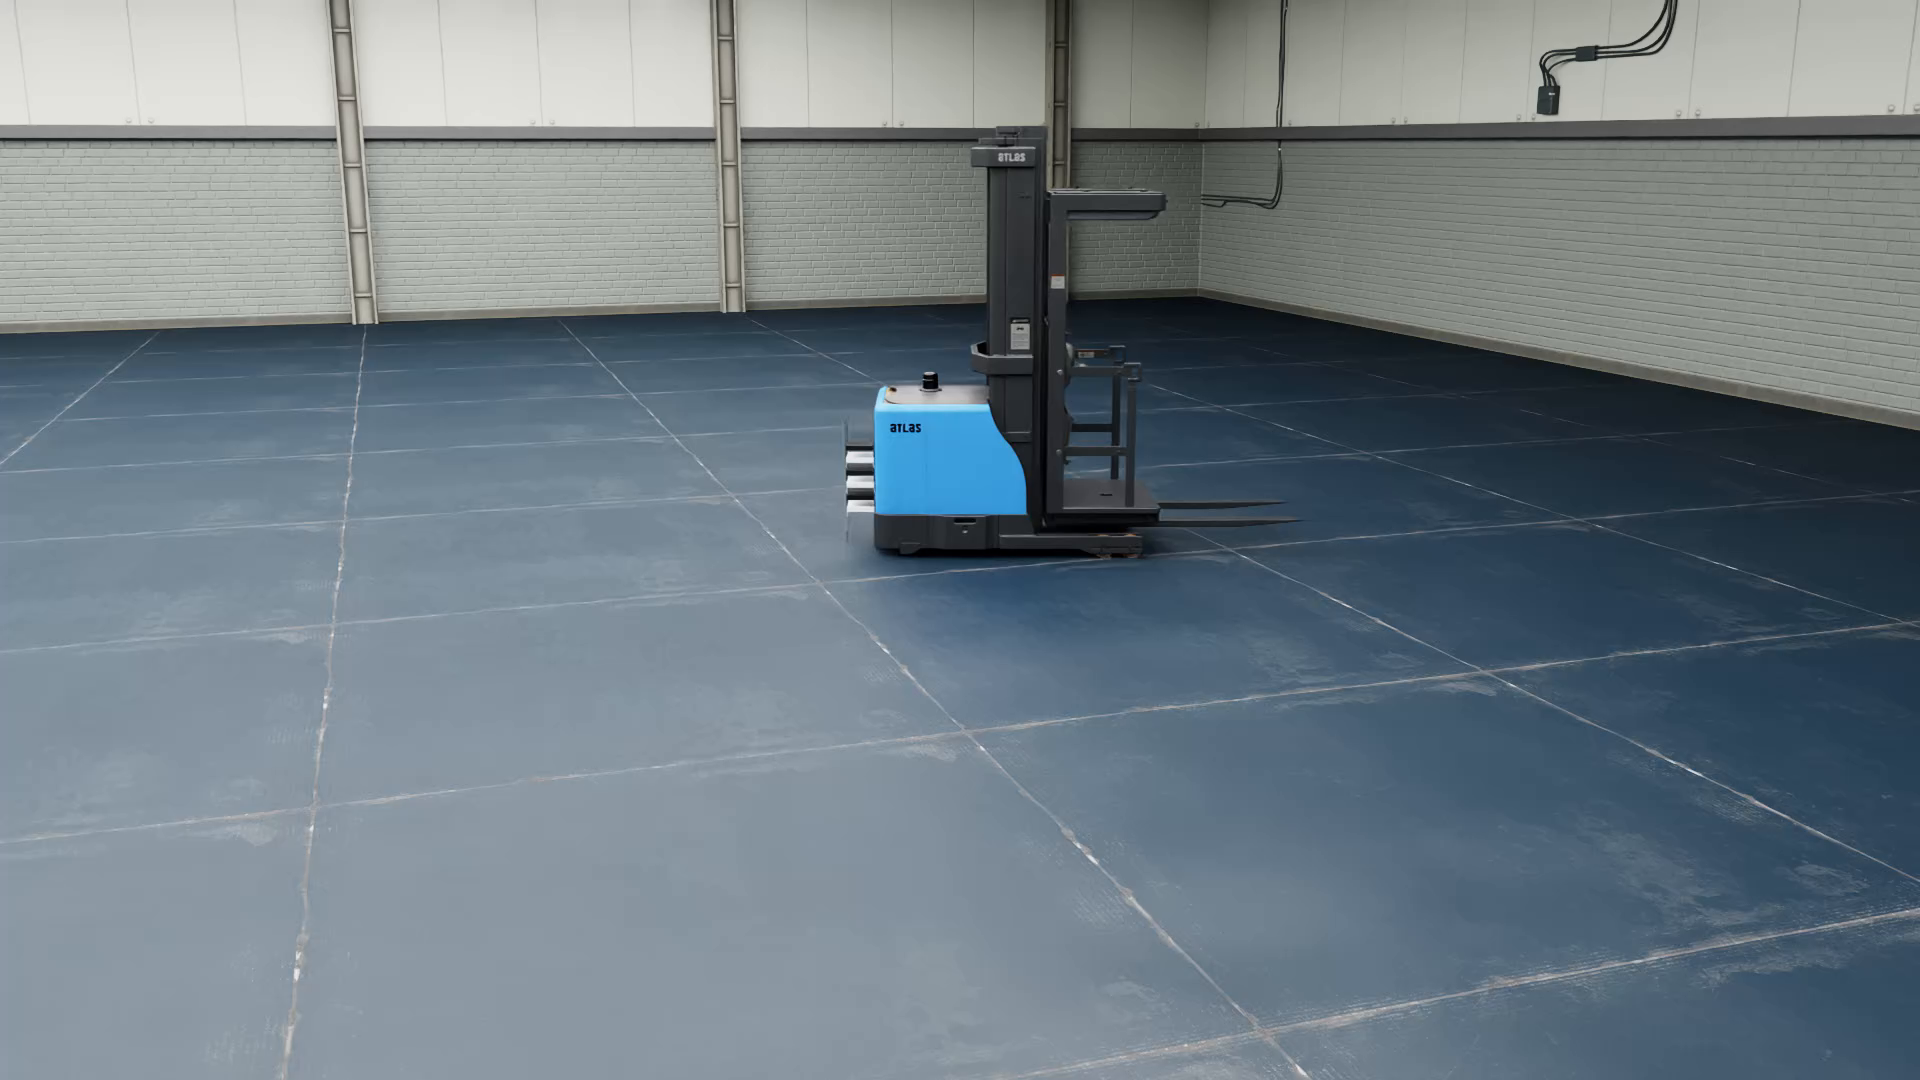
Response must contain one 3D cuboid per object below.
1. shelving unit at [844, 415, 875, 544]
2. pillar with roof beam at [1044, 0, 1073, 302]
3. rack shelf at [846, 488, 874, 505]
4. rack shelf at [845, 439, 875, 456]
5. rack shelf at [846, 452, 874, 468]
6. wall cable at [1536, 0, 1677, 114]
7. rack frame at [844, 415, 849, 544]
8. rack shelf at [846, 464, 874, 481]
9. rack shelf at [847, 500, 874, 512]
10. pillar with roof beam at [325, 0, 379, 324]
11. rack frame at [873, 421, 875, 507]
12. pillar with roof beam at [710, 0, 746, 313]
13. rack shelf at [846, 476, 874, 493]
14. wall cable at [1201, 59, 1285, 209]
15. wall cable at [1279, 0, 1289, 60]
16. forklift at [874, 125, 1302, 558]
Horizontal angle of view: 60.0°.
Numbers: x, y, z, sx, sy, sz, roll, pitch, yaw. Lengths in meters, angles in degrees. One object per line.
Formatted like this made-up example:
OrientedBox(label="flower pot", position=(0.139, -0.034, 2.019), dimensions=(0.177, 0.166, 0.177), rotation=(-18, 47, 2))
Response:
OrientedBox(label="shelving unit", position=(-0.718, -0.437, 12.037), dimensions=(0.210, 0.900, 0.258), rotation=(0, 13, -1))
OrientedBox(label="pillar with roof beam", position=(3.131, -7.831, 25.619), dimensions=(0.400, 9.000, 9.100), rotation=(-4, 14, -18))
OrientedBox(label="rack shelf", position=(-0.718, -0.317, 12.066), dimensions=(0.200, 0.077, 0.258), rotation=(0, 13, -1))
OrientedBox(label="rack shelf", position=(-0.718, -0.668, 11.983), dimensions=(0.200, 0.077, 0.258), rotation=(0, 13, -1))
OrientedBox(label="rack shelf", position=(-0.718, -0.580, 12.003), dimensions=(0.200, 0.077, 0.258), rotation=(0, 13, -1))
OrientedBox(label="wall cable", position=(7.984, -8.274, 20.131), dimensions=(0.169, 6.003, 2.305), rotation=(-4, 14, -18))
OrientedBox(label="rack frame", position=(-0.820, -0.437, 12.036), dimensions=(0.006, 0.900, 0.240), rotation=(0, 13, -1))
OrientedBox(label="rack shelf", position=(-0.718, -0.493, 12.024), dimensions=(0.200, 0.077, 0.258), rotation=(0, 13, -1))
OrientedBox(label="rack shelf", position=(-0.718, -0.230, 12.087), dimensions=(0.200, 0.077, 0.258), rotation=(0, 13, -1))
OrientedBox(label="pillar with roof beam", position=(-8.243, -6.945, 21.895), dimensions=(0.400, 9.000, 9.100), rotation=(-4, 14, -18))
OrientedBox(label="rack frame", position=(-0.616, -0.438, 12.039), dimensions=(0.006, 0.900, 0.240), rotation=(0, 13, -1))
OrientedBox(label="pillar with roof beam", position=(-2.556, -7.388, 23.757), dimensions=(0.400, 9.000, 9.100), rotation=(-4, 14, -18))
OrientedBox(label="rack shelf", position=(-0.718, -0.405, 12.045), dimensions=(0.200, 0.077, 0.258), rotation=(0, 13, -1))
OrientedBox(label="wall cable", position=(4.971, -7.192, 29.642), dimensions=(0.112, 2.526, 3.097), rotation=(-4, 14, -18))
OrientedBox(label="wall cable", position=(5.834, -9.056, 26.563), dimensions=(0.112, 2.526, 3.097), rotation=(-4, 14, -18))
OrientedBox(label="forklift", position=(0.906, -1.422, 11.786), dimensions=(3.031, 2.935, 1.130), rotation=(0, 13, -1))
